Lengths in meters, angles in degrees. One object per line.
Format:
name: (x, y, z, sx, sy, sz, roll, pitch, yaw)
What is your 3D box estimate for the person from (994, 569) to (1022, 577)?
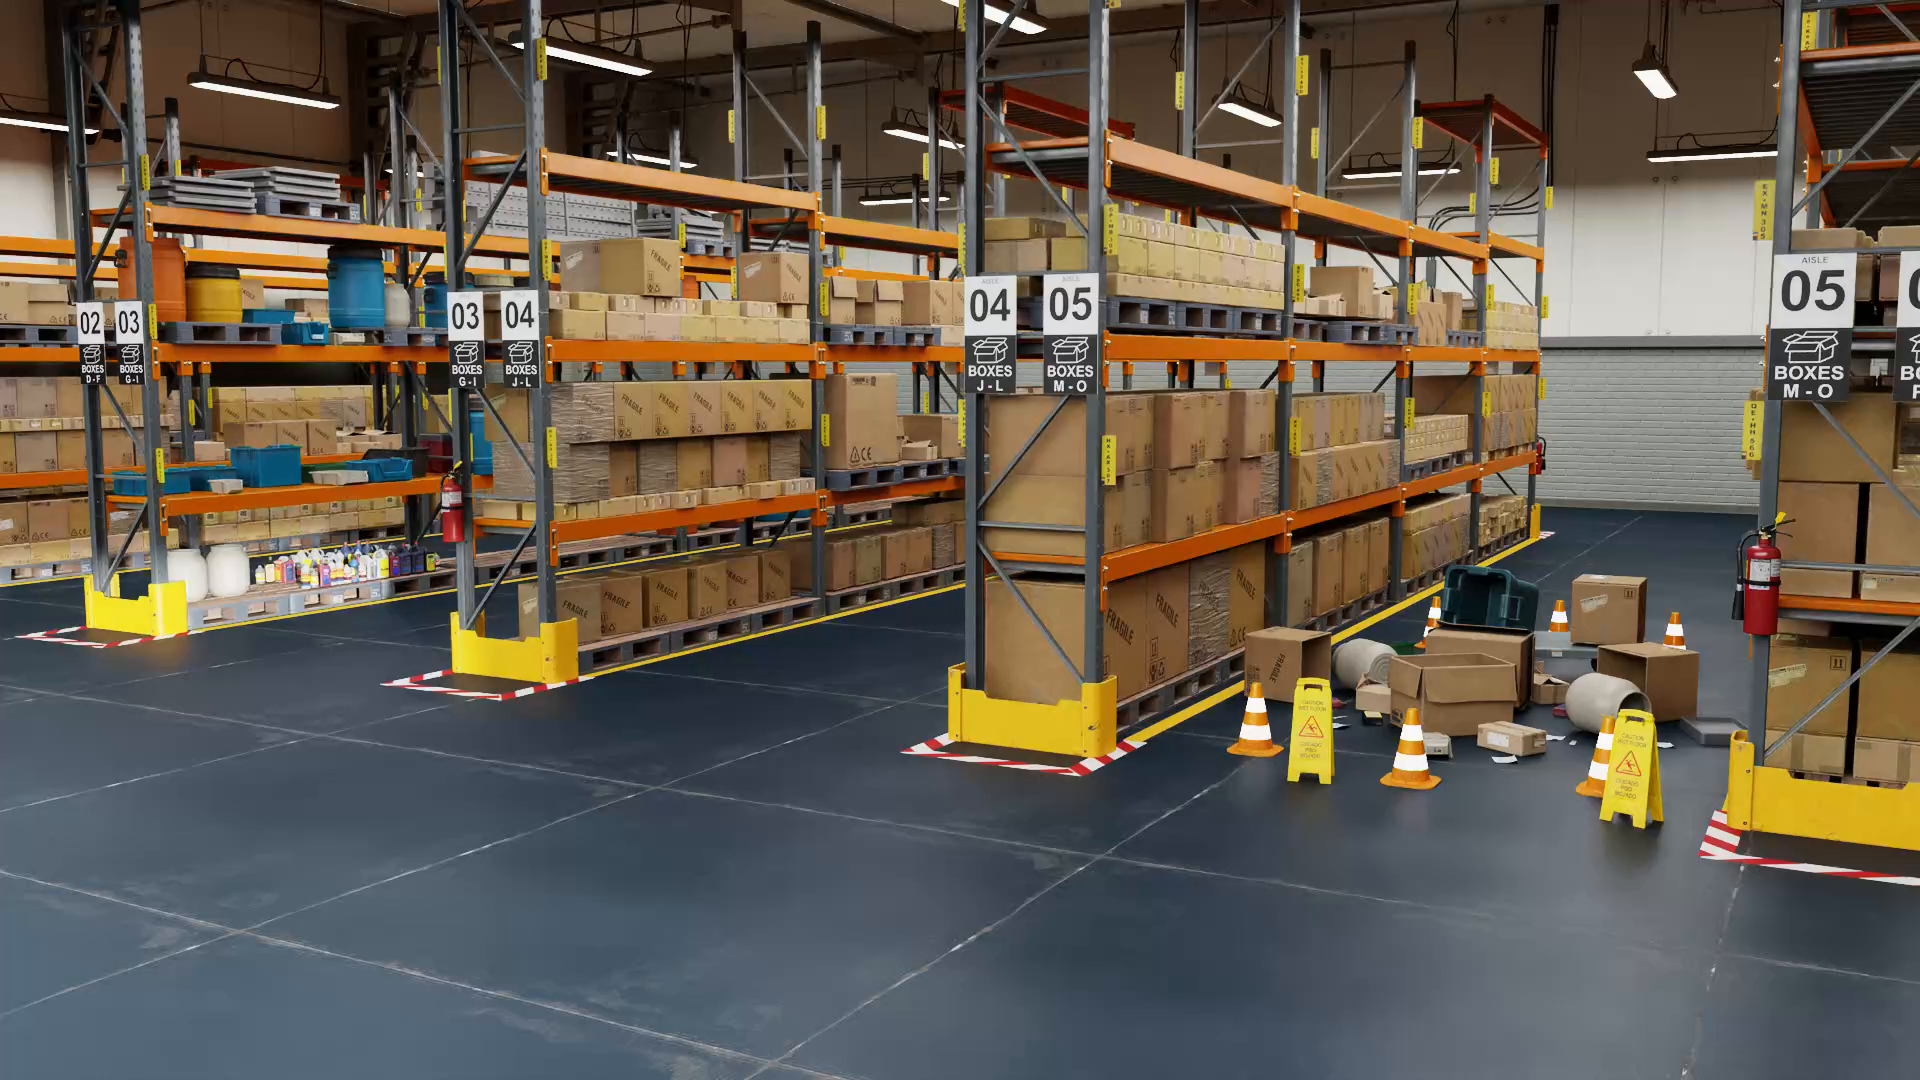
person: (0.663, 0.261, 17.918, 0.468, 0.942, 0.844, 3, 7, 27)
